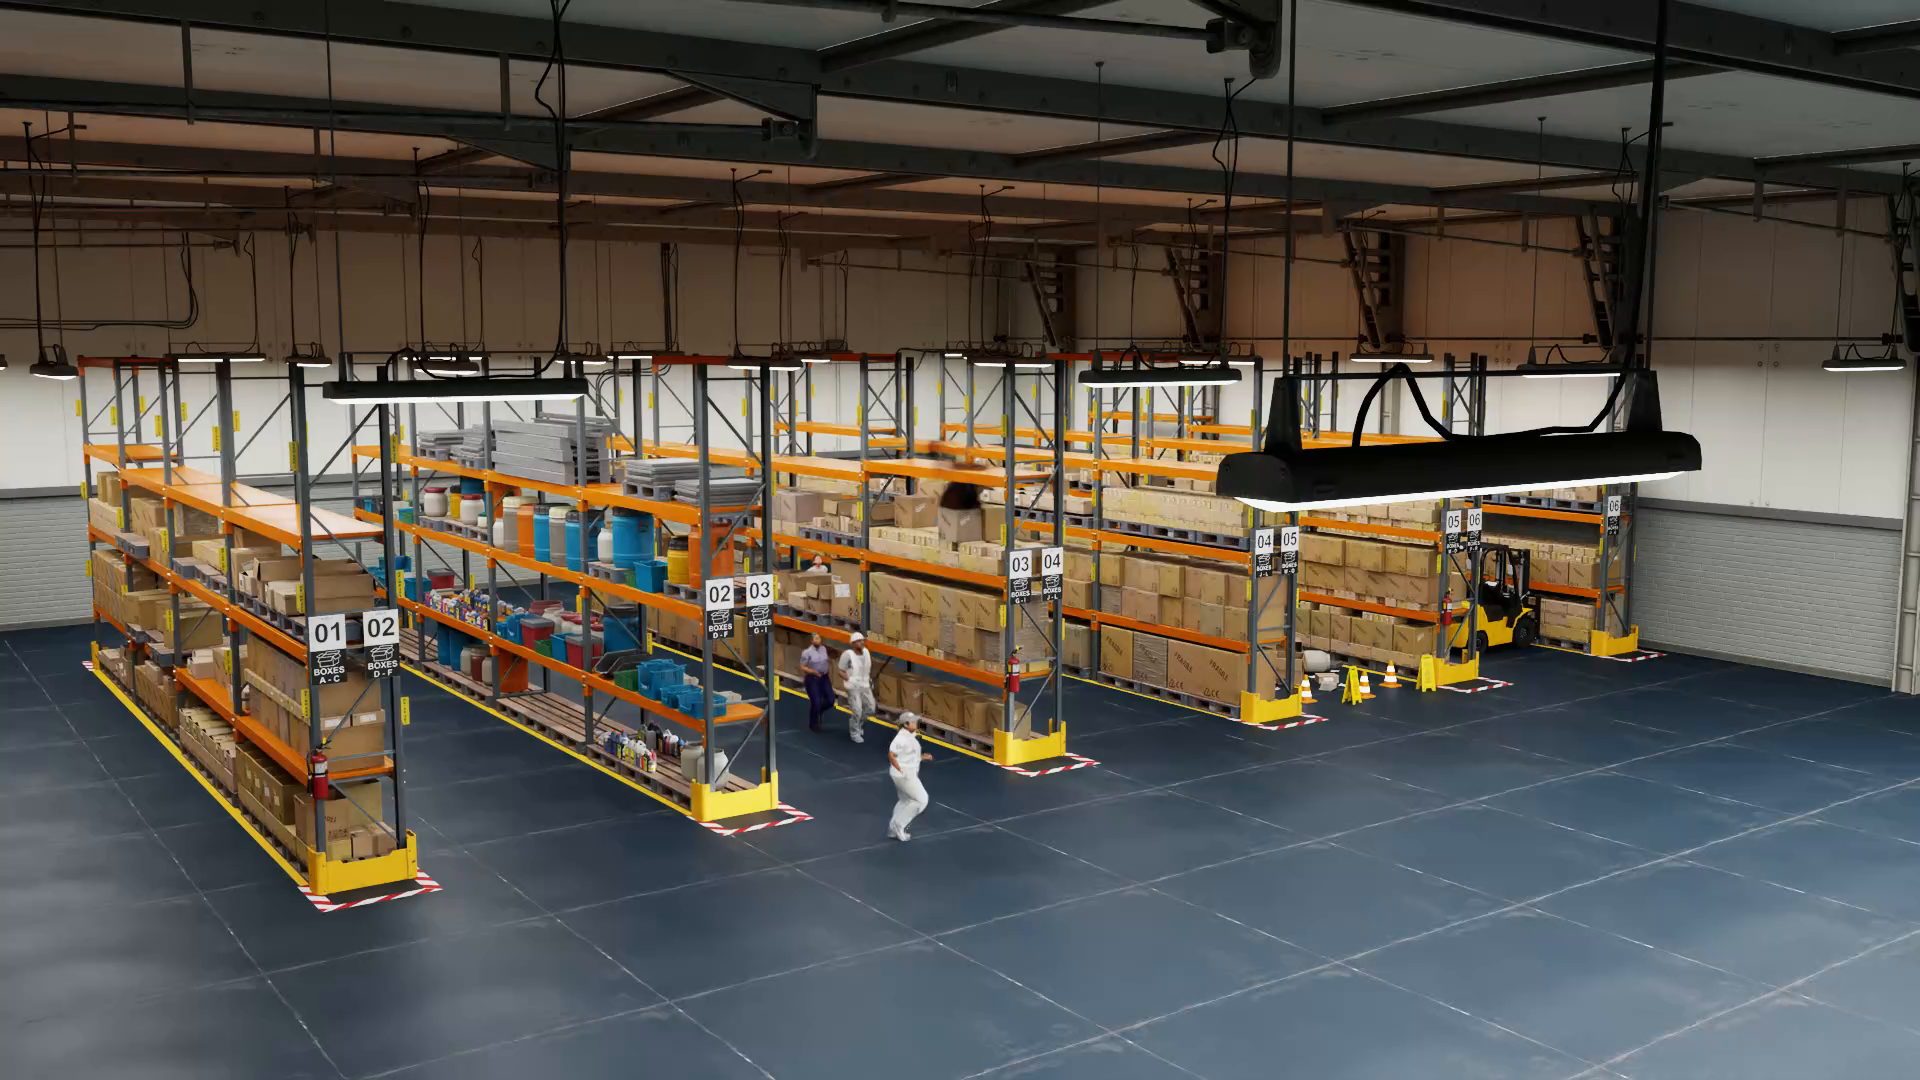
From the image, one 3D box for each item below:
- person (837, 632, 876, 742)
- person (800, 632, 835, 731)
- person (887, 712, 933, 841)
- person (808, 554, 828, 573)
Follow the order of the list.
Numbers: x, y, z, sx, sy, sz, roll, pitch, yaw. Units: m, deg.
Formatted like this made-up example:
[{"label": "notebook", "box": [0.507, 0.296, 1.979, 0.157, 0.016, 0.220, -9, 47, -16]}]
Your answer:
[{"label": "person", "box": [-1.601, 2.308, 26.056, 0.683, 1.741, 0.585, -5, 9, -38]}, {"label": "person", "box": [-2.280, 2.284, 26.853, 0.599, 1.601, 0.557, -6, 9, -39]}, {"label": "person", "box": [-0.635, 2.979, 21.031, 0.592, 1.621, 0.586, 0, 7, -1]}, {"label": "person", "box": [-3.072, 1.122, 36.376, 0.572, 1.632, 0.529, -4, 8, -30]}]
